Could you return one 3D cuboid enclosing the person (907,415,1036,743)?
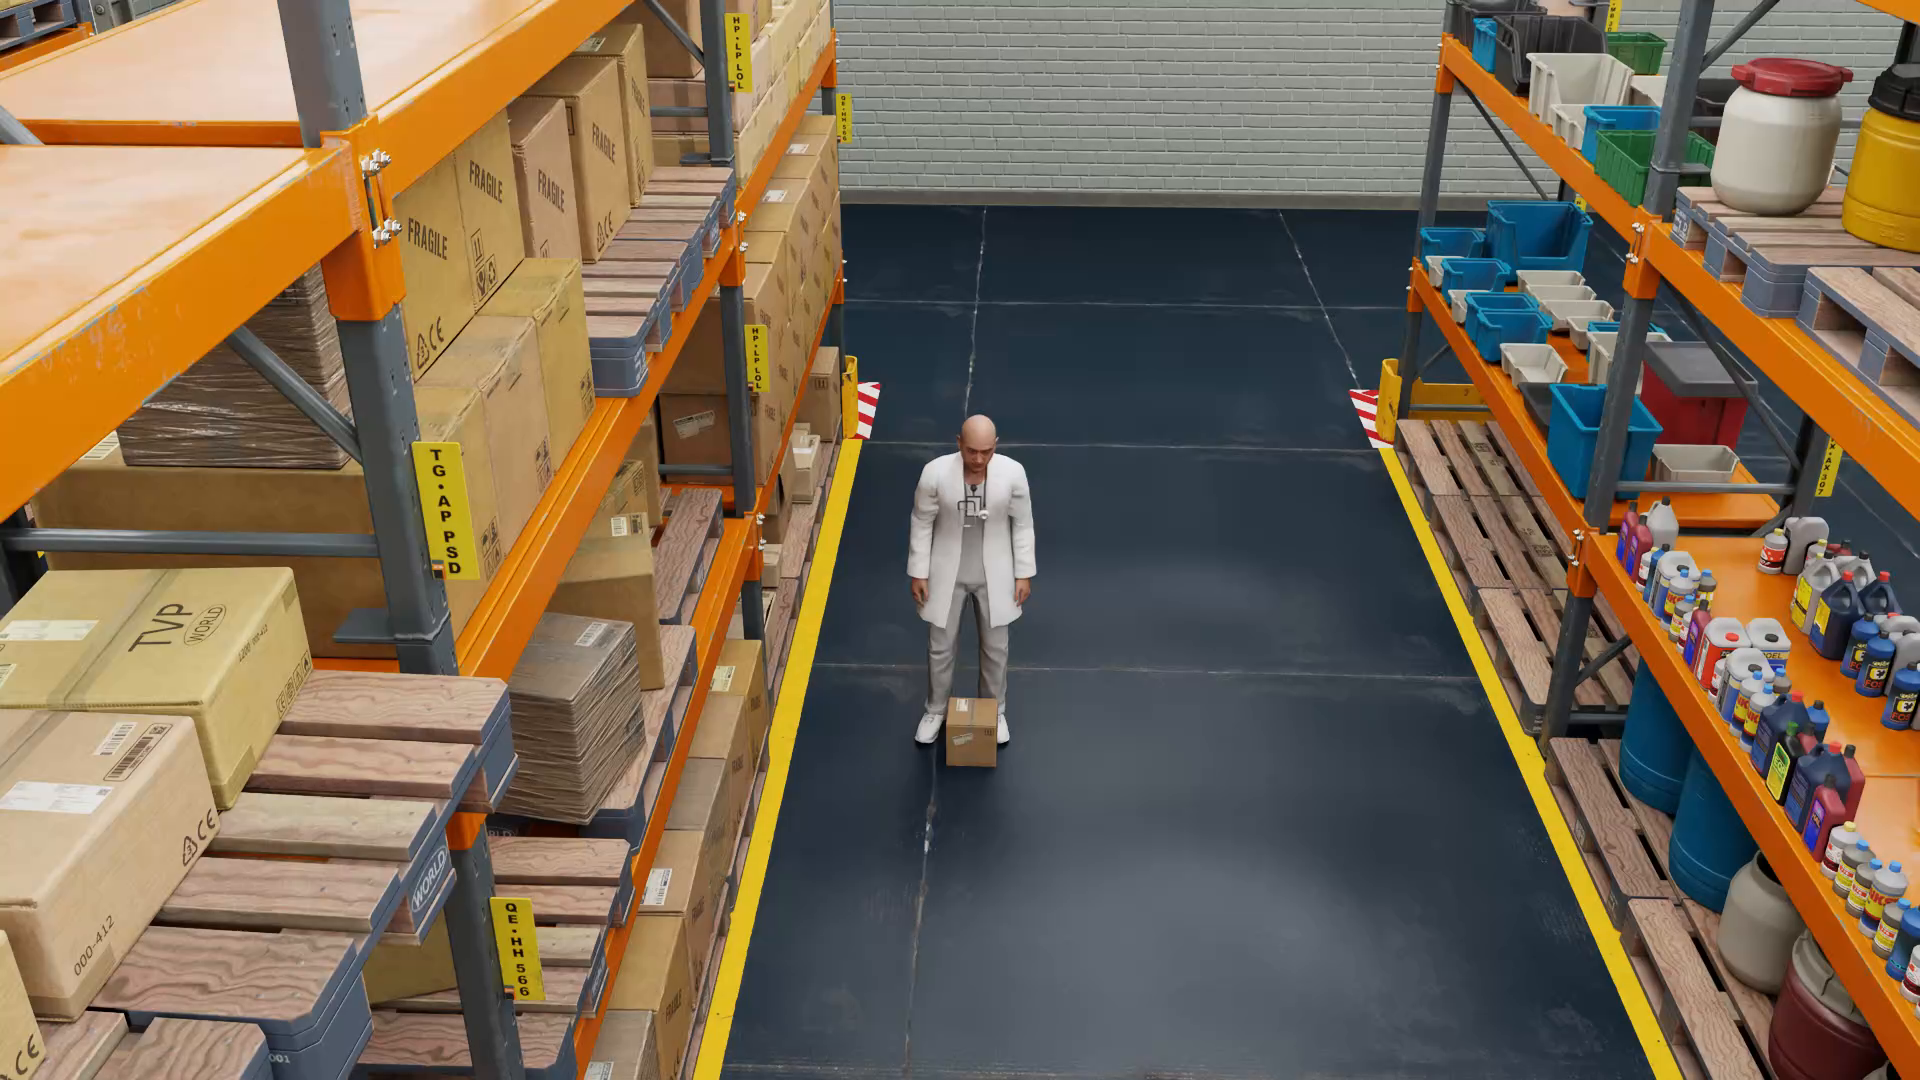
[{"bbox_3d":[0.057,0.184,8.287,0.647,1.772,0.428,0,28,-1],"label":"person"}]
